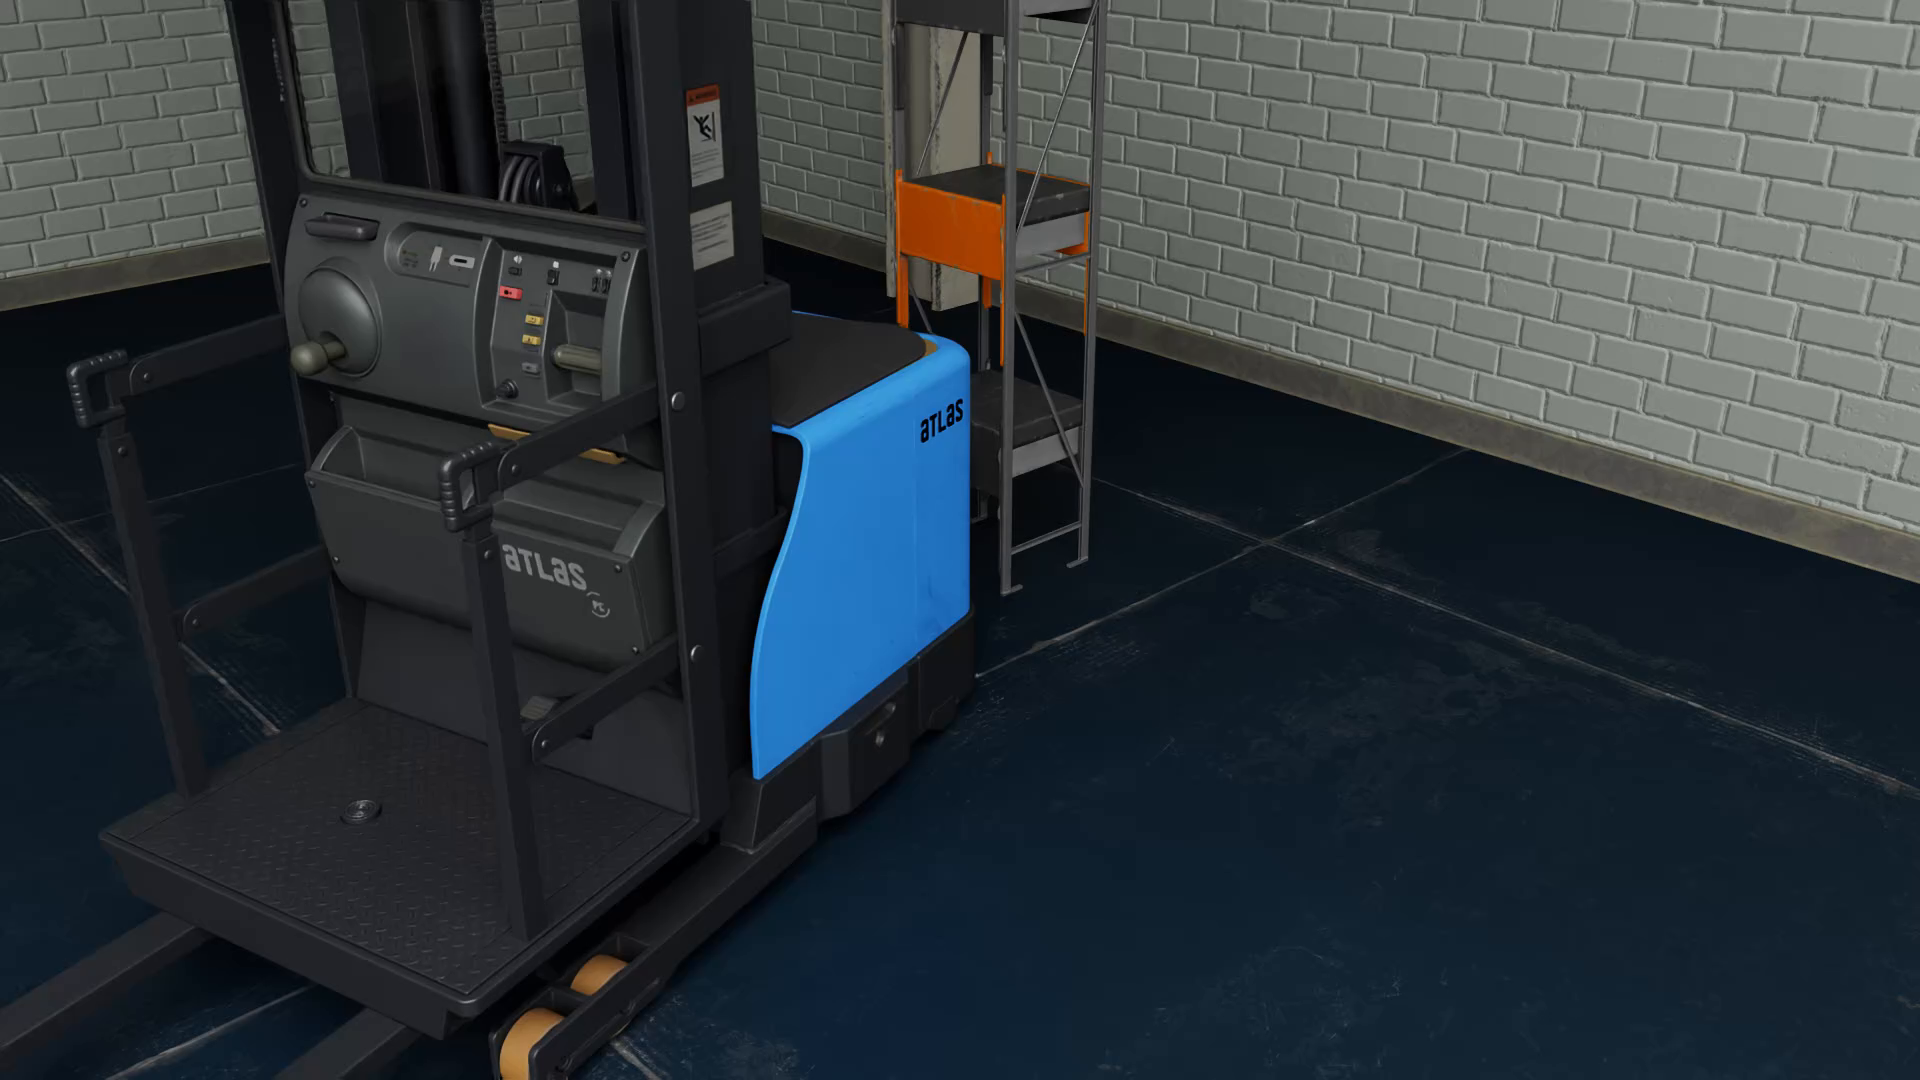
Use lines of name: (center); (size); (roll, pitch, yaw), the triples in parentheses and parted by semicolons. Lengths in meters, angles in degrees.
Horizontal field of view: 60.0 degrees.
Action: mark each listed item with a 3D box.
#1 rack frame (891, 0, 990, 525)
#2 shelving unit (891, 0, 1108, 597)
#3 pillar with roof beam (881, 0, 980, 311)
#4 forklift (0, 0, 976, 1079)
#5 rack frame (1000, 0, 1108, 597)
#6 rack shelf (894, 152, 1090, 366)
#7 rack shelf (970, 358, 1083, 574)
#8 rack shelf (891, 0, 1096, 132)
rack frame: (-0.054, -0.979, 5.366); (0.400, 2.100, 0.015); (-21, 32, -38)
shelving unit: (0.113, -0.905, 5.204); (0.431, 2.100, 0.503); (-21, 32, -38)
pillar with roof beam: (-3.273, -4.107, 3.911); (9.100, 9.000, 0.400); (-21, 32, -38)
forklift: (-1.128, -0.444, 3.191); (1.130, 2.935, 3.031); (13, 28, 27)
rack frame: (0.280, -0.831, 5.042); (0.400, 2.100, 0.015); (-21, 32, -38)
rack shelf: (0.113, -0.893, 5.210); (0.431, 0.518, 0.480); (-21, 32, -38)
rack shelf: (0.113, -0.256, 5.500); (0.431, 0.518, 0.480); (-21, 32, -38)
rack shelf: (0.113, -1.530, 4.919); (0.431, 0.518, 0.480); (-21, 32, -38)
